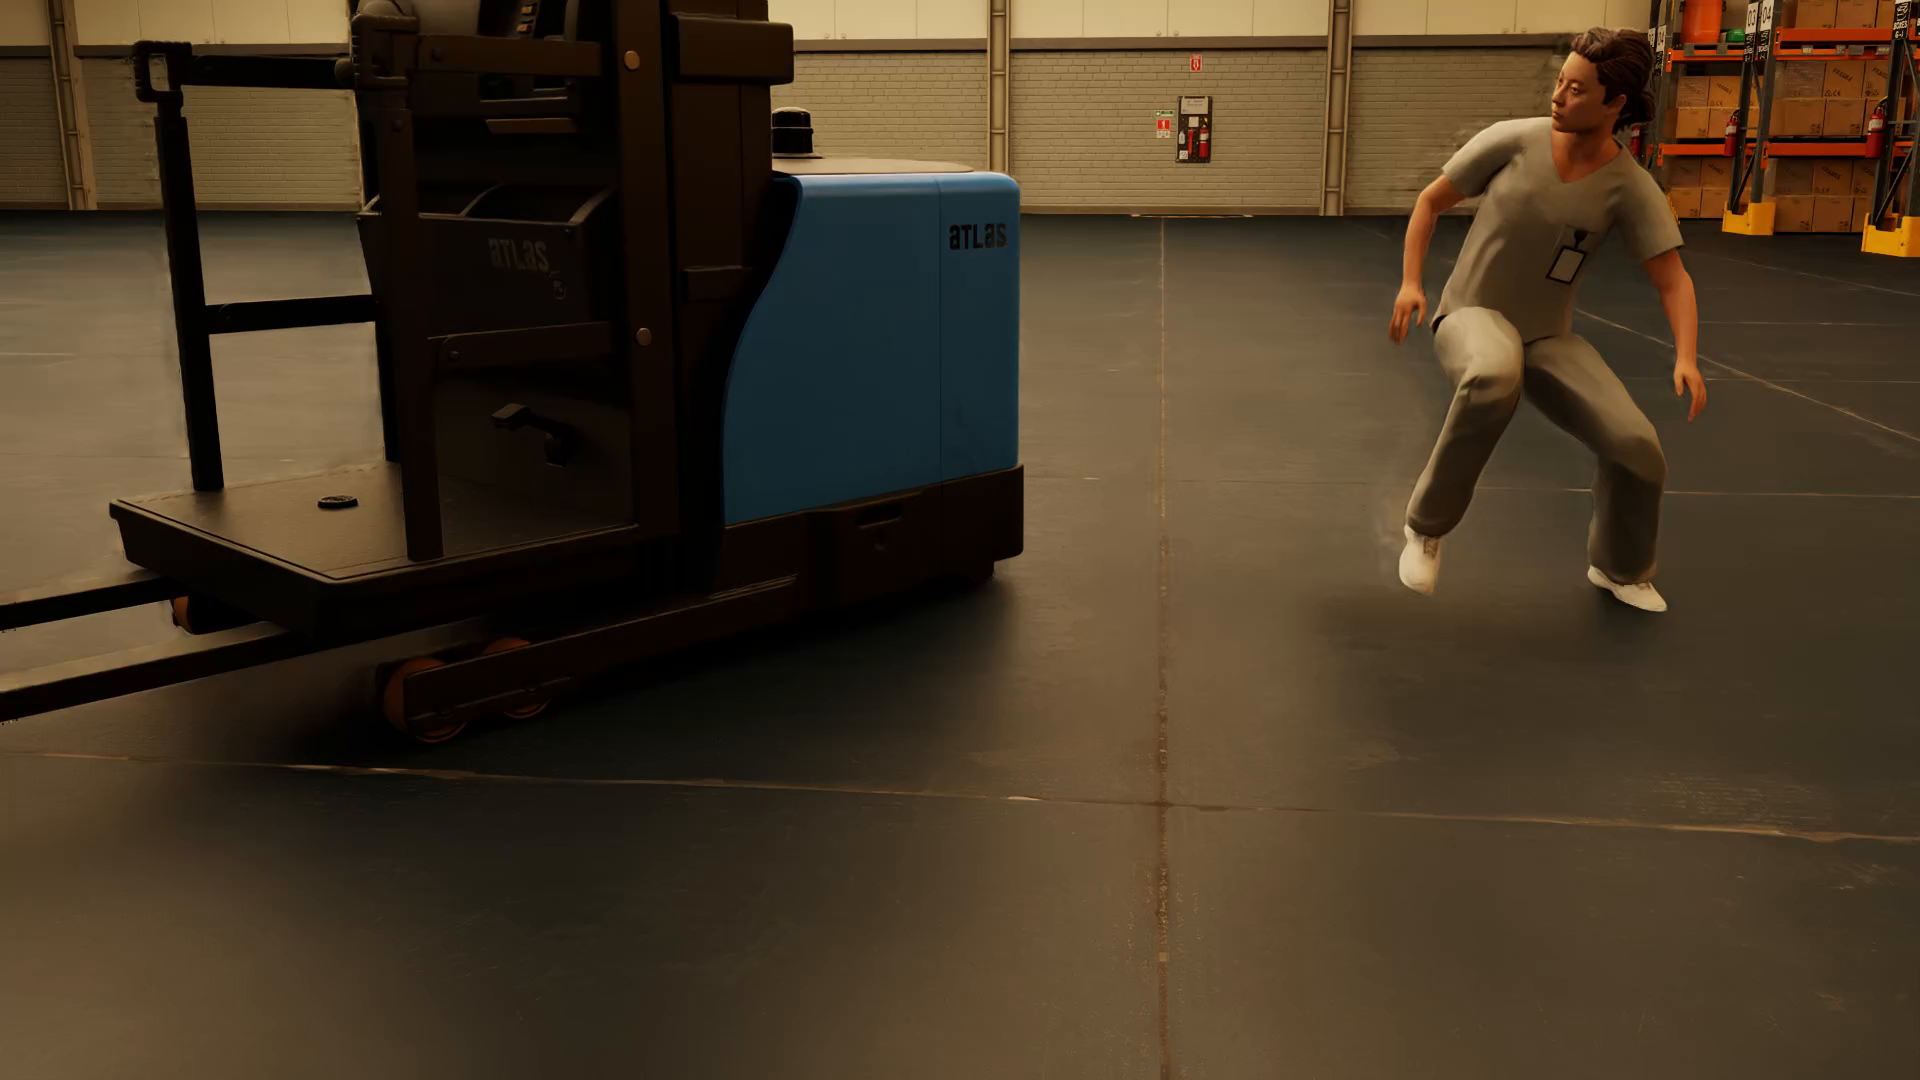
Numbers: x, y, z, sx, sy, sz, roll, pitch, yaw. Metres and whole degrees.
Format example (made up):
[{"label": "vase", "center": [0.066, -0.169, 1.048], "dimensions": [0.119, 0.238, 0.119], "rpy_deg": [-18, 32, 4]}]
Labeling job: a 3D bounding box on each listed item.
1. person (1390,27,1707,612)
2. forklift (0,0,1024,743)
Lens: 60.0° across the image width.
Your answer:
[{"label": "person", "center": [1.443, -0.510, 4.102], "dimensions": [0.718, 1.443, 0.597], "rpy_deg": [0, 13, 2]}, {"label": "forklift", "center": [-1.208, -1.161, 3.475], "dimensions": [1.130, 2.935, 3.031], "rpy_deg": [12, 18, 42]}]
